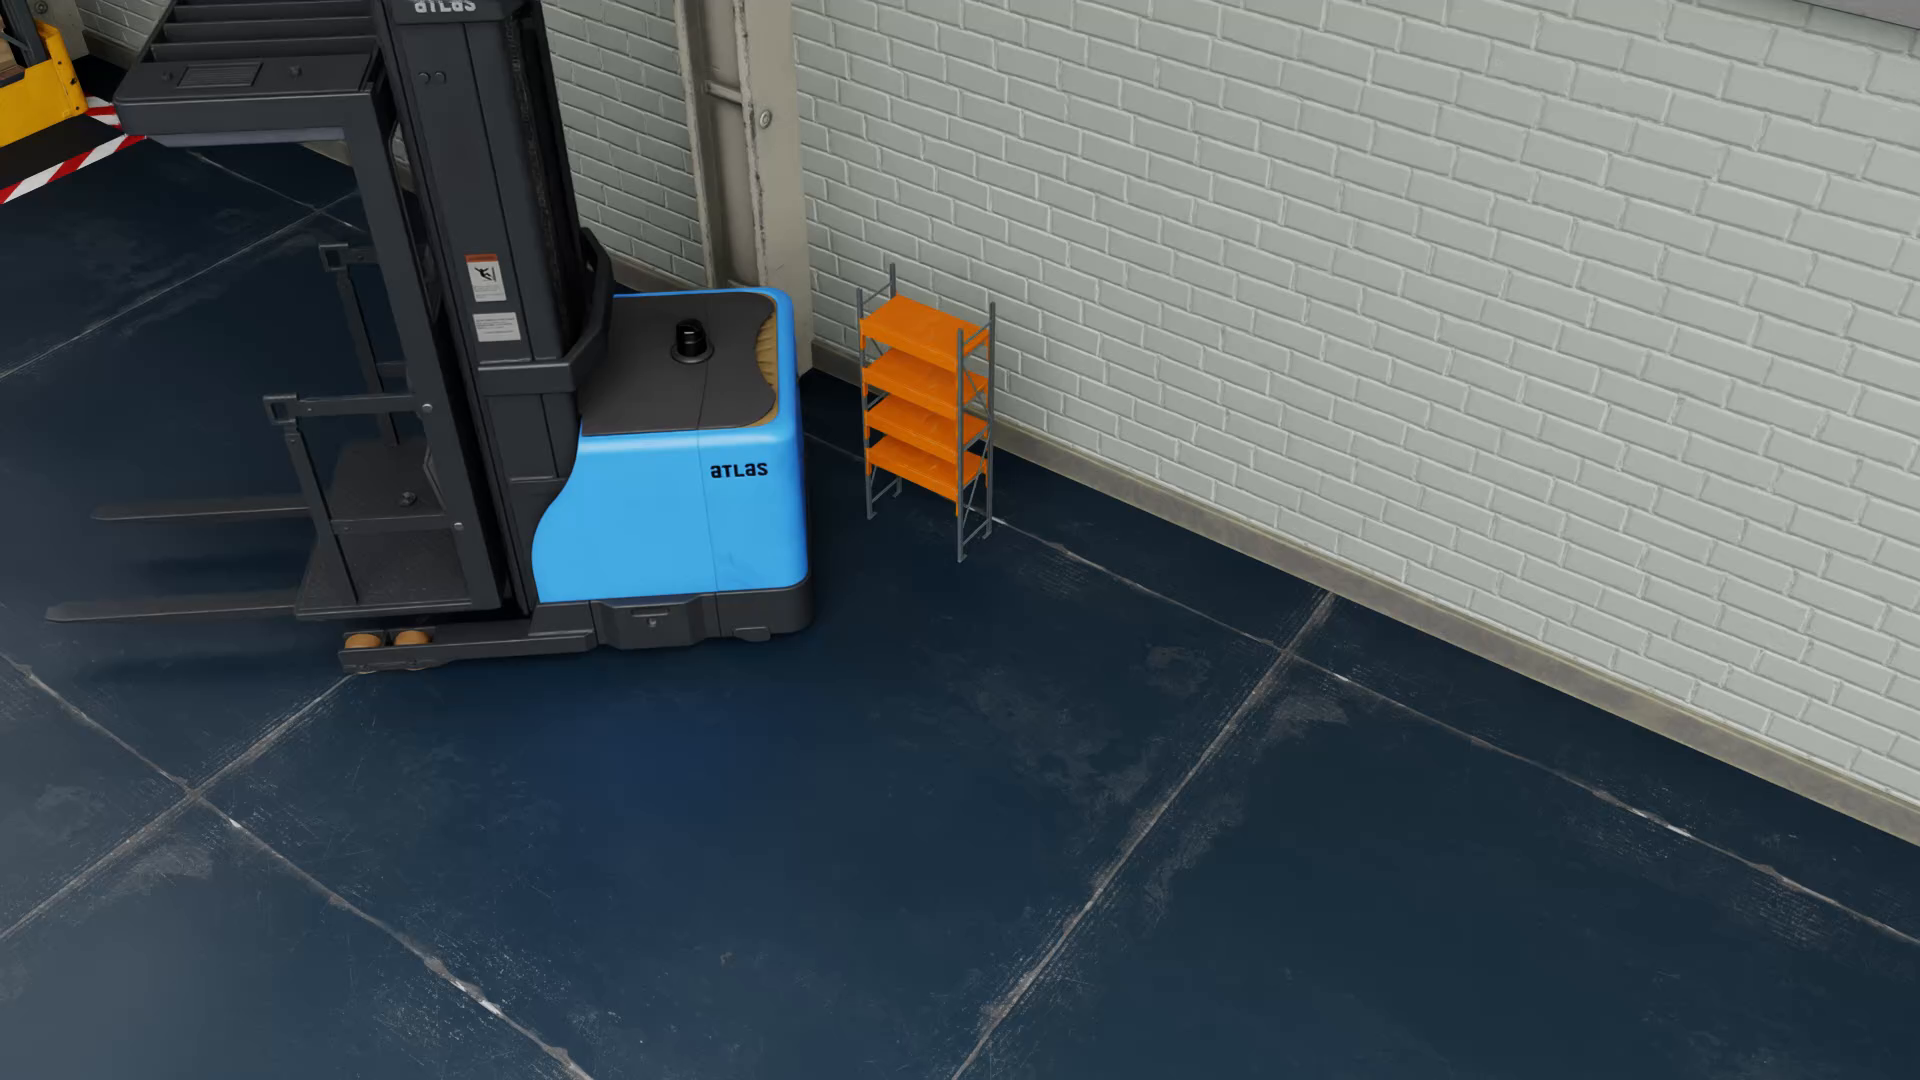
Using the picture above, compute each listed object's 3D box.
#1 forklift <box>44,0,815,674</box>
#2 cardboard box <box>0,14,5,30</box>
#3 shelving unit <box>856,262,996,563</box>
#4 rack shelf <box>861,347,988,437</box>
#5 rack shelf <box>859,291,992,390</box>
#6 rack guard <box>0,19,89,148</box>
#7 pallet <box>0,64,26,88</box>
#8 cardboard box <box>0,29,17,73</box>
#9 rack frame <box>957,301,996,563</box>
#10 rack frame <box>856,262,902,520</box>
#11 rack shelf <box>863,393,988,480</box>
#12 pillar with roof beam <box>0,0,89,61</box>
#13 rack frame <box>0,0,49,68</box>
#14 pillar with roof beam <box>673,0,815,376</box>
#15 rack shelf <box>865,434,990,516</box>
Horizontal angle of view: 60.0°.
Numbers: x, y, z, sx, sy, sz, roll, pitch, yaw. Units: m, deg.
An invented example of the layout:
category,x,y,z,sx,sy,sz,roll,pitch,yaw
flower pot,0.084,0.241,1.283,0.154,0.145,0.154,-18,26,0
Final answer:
category,x,y,z,sx,sy,sz,roll,pitch,yaw
forklift,-2.141,-0.928,6.089,3.031,2.935,1.130,-3,42,-4
cardboard box,-6.083,-3.134,9.876,0.500,0.250,0.500,26,48,26
shelving unit,-0.136,-0.511,6.921,0.503,1.200,0.258,25,48,25
rack shelf,-0.136,-0.627,6.816,0.480,0.148,0.258,25,48,25
rack shelf,-0.136,-0.803,6.659,0.480,0.148,0.258,25,48,25
rack guard,-5.797,-2.582,9.761,0.348,0.500,1.175,25,48,25
pallet,-6.467,-2.754,10.169,1.213,0.211,1.003,25,48,25
cardboard box,-6.107,-2.950,10.044,0.500,0.250,0.500,25,48,25
rack frame,0.064,-0.417,6.816,0.015,1.200,0.240,25,48,25
rack frame,-0.335,-0.604,7.025,0.015,1.200,0.240,25,48,25
rack shelf,-0.136,-0.460,6.966,0.480,0.148,0.258,25,48,25
pillar with roof beam,-8.342,-4.167,5.158,0.400,9.000,9.100,25,48,25
rack frame,-5.817,-3.523,8.938,0.127,3.000,1.000,25,48,25
pillar with roof beam,-3.429,-1.870,2.591,0.400,9.000,9.100,25,48,25
rack shelf,-0.136,-0.312,7.098,0.480,0.148,0.258,25,48,25
